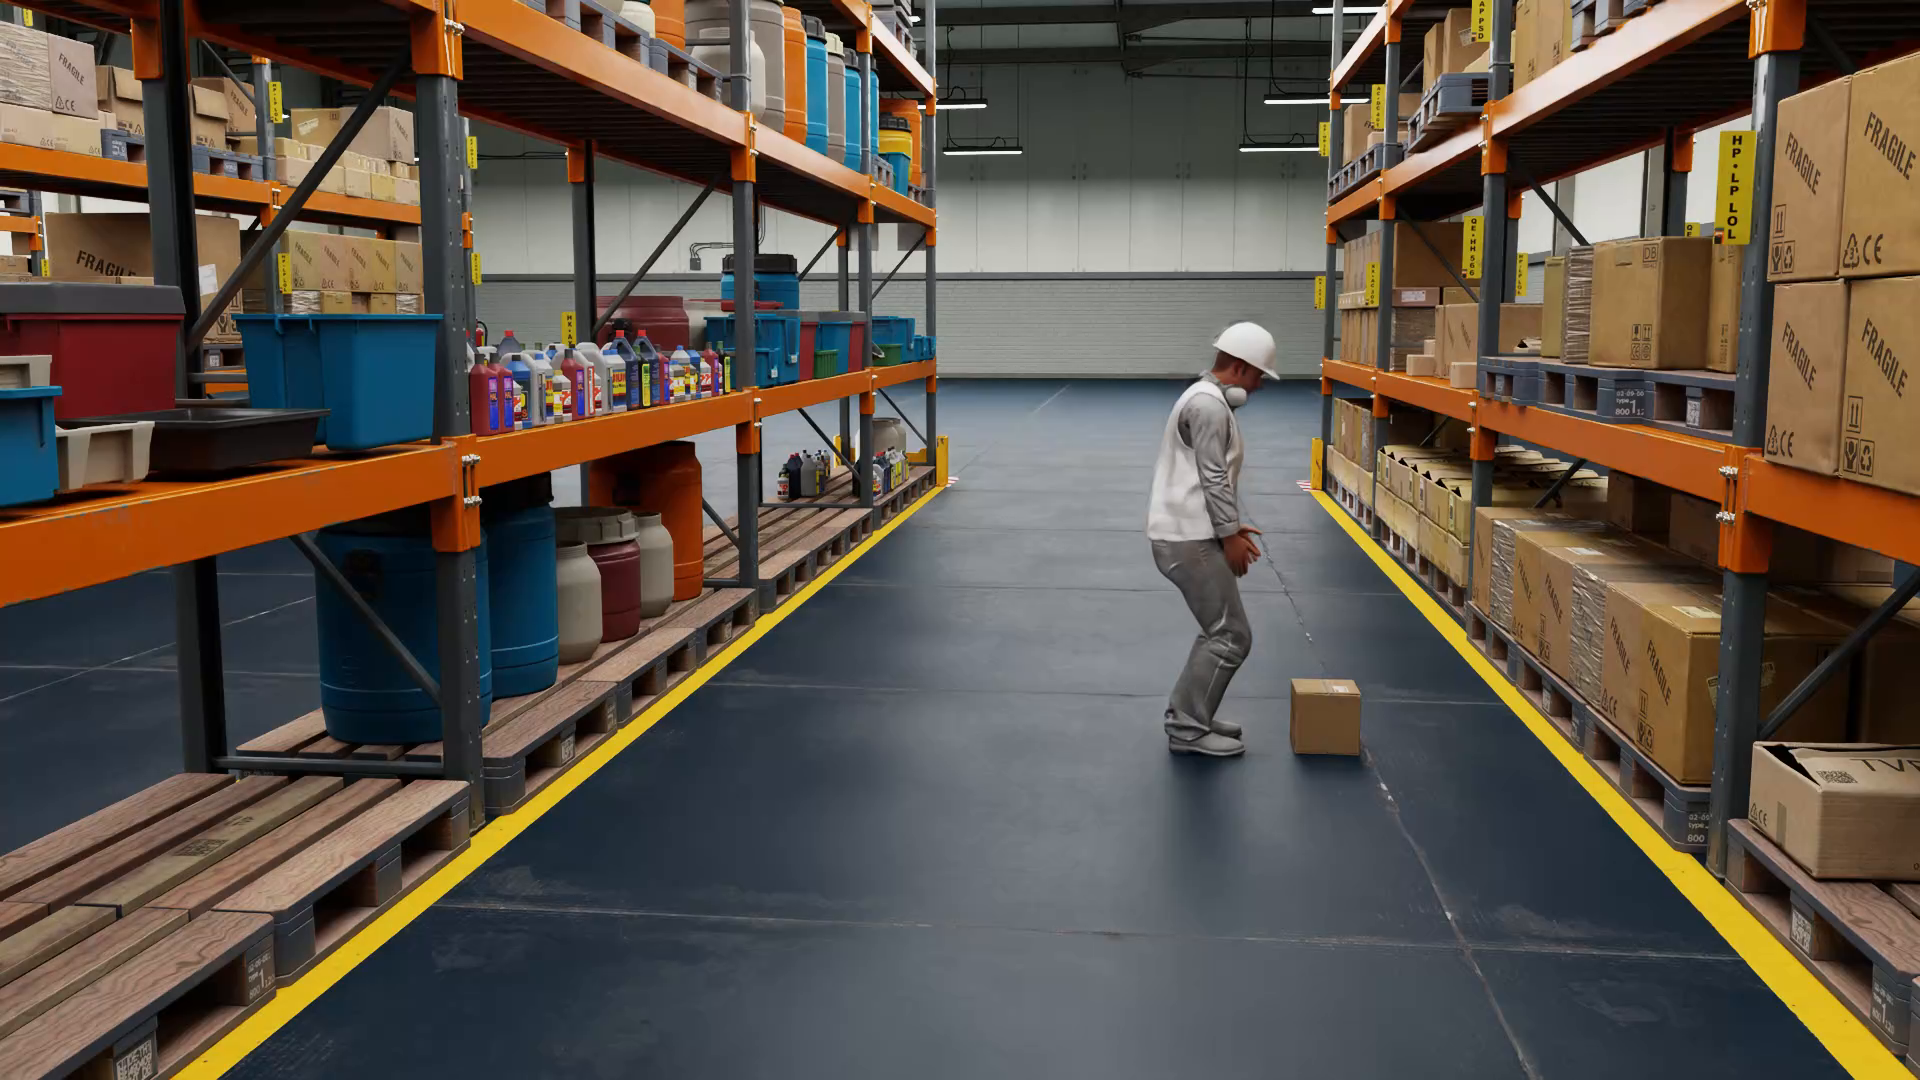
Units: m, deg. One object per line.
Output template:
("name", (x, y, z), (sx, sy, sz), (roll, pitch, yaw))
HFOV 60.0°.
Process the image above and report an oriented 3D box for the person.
("person", (1.002, -0.014, 6.635), (0.516, 1.695, 0.567), (1, 8, 8))
